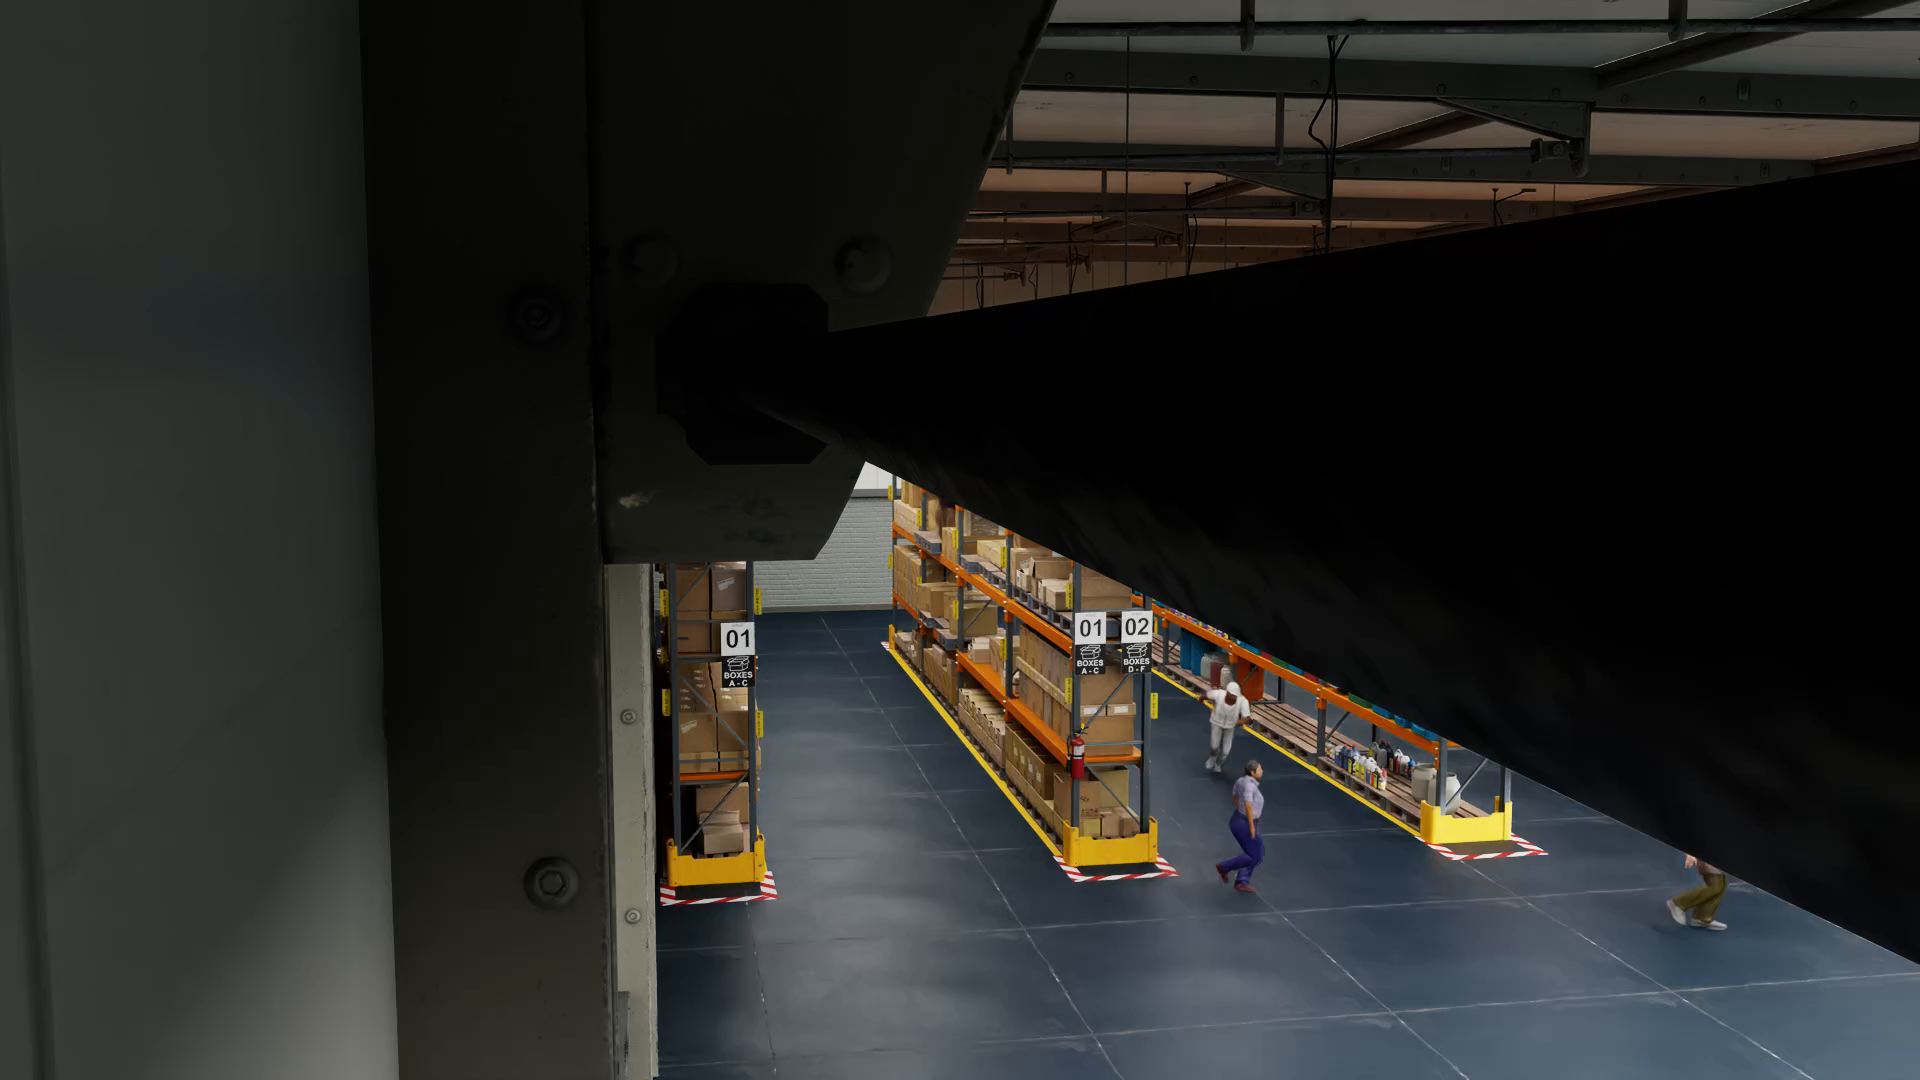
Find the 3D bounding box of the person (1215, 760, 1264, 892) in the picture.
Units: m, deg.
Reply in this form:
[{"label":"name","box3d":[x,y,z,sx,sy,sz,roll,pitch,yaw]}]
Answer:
[{"label":"person","box3d":[3.333,3.421,19.823,0.565,1.572,0.602,0,6,2]}]

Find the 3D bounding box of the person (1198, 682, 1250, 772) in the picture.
[{"label":"person","box3d":[4.016,2.840,25.226,0.731,1.511,1.013,0,6,2]}]

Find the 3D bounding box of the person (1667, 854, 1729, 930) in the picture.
[{"label":"person","box3d":[8.271,3.466,18.495,0.615,1.737,0.817,5,8,41]}]
